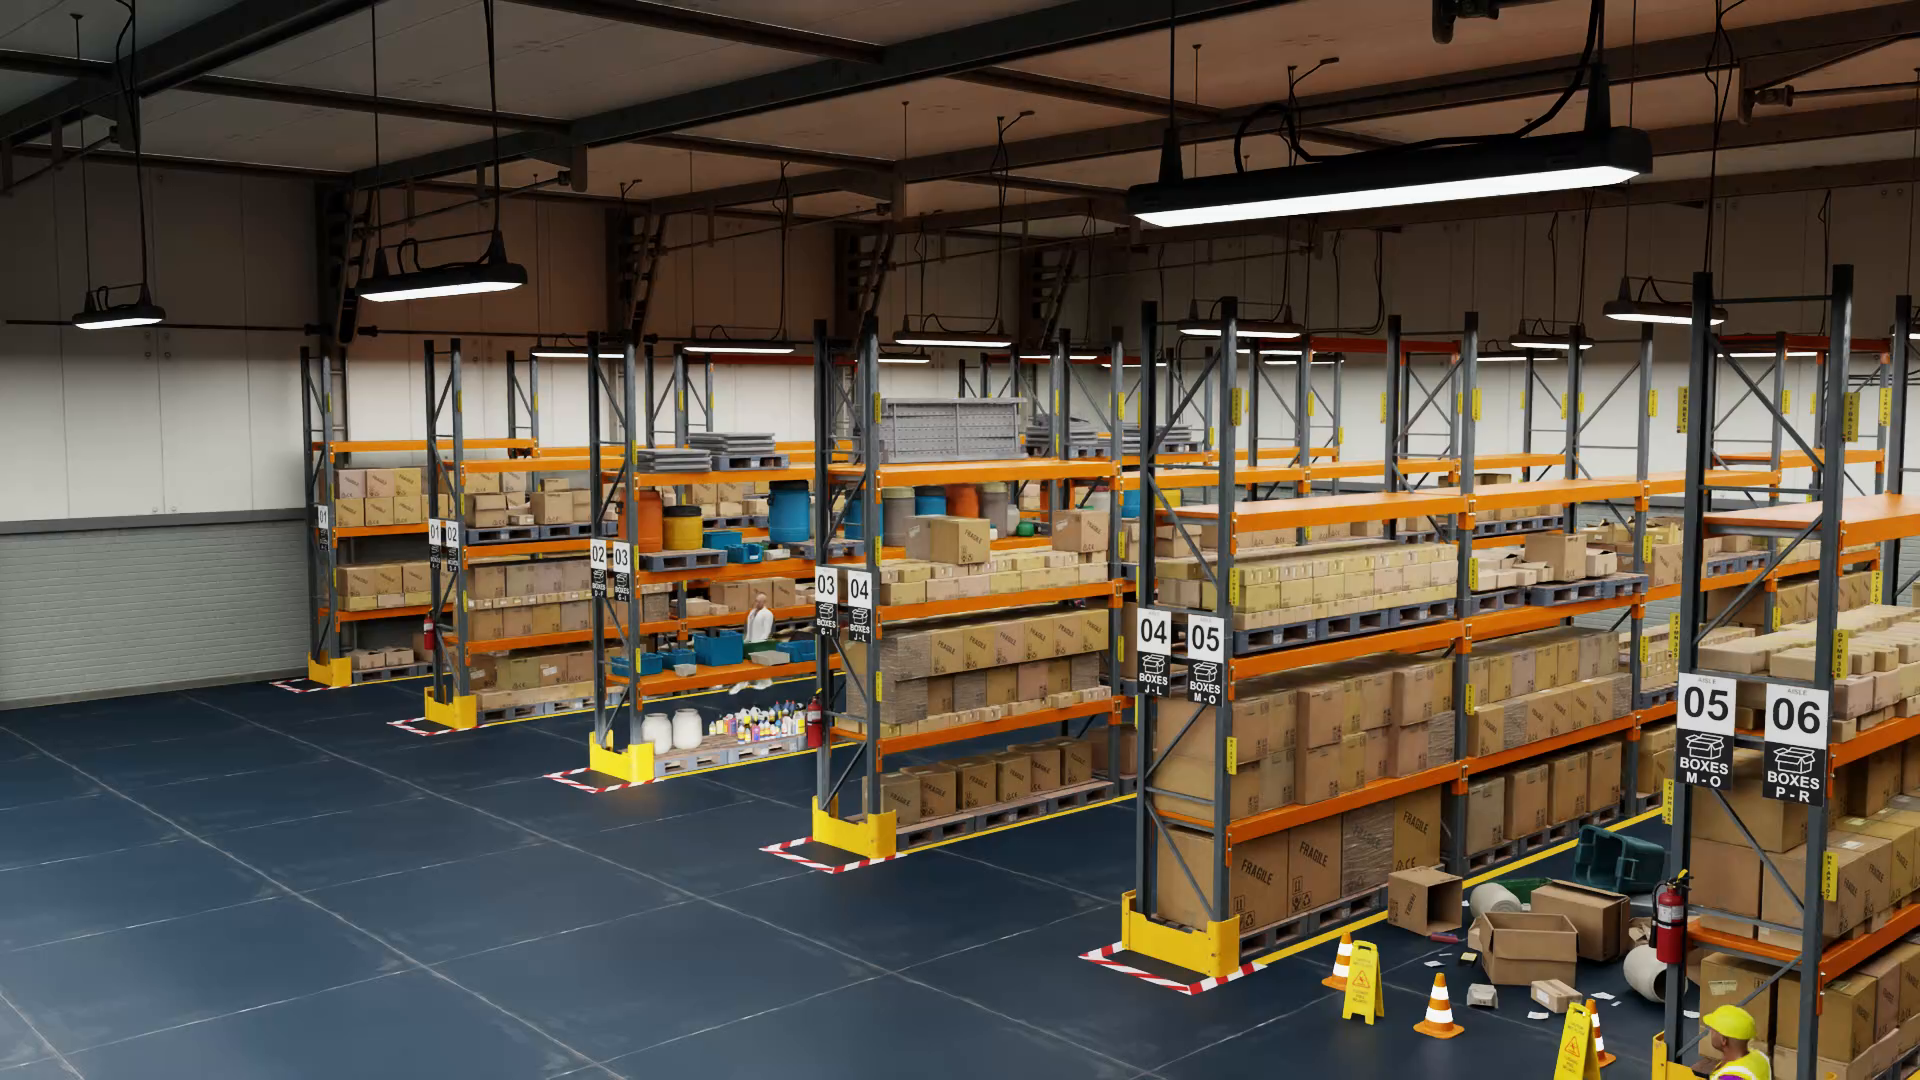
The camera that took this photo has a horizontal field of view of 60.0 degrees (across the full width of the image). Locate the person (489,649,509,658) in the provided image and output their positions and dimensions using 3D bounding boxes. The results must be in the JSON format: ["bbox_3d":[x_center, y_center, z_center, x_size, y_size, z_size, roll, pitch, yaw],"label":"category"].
[{"bbox_3d":[-8.249,1.698,29.921,0.509,1.619,0.951,1,5,9],"label":"person"}]

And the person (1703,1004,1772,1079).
[{"bbox_3d":[4.419,3.474,9.362,1.005,1.722,0.611,4,6,35],"label":"person"}]

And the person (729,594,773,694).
[{"bbox_3d":[-3.448,1.714,27.499,0.607,1.632,0.735,4,7,41],"label":"person"}]
